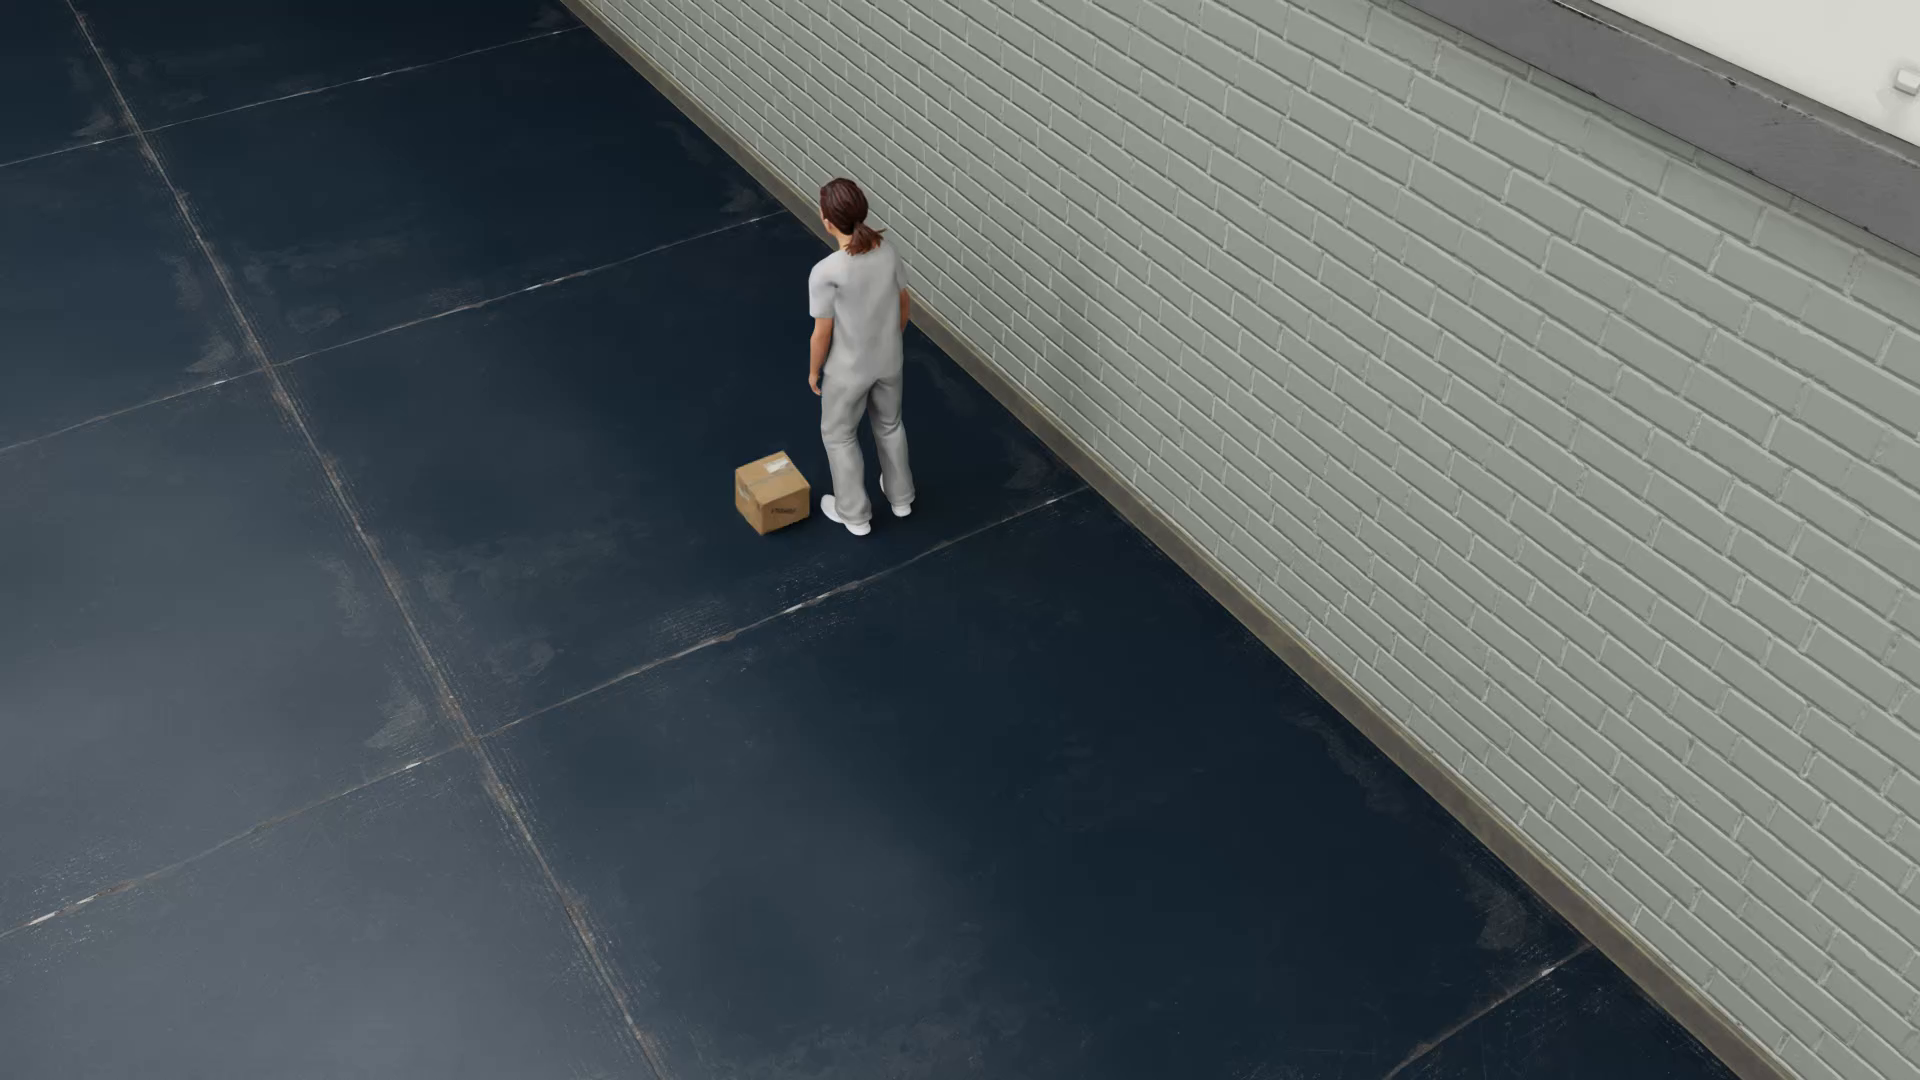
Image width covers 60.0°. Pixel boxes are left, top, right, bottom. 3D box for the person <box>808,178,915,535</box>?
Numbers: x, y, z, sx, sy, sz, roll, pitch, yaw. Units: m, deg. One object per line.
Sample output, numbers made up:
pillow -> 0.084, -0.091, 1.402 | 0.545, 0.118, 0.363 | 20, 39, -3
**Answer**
person -> -0.422, -0.751, 7.024 | 0.487, 1.673, 0.356 | -24, 46, -25
